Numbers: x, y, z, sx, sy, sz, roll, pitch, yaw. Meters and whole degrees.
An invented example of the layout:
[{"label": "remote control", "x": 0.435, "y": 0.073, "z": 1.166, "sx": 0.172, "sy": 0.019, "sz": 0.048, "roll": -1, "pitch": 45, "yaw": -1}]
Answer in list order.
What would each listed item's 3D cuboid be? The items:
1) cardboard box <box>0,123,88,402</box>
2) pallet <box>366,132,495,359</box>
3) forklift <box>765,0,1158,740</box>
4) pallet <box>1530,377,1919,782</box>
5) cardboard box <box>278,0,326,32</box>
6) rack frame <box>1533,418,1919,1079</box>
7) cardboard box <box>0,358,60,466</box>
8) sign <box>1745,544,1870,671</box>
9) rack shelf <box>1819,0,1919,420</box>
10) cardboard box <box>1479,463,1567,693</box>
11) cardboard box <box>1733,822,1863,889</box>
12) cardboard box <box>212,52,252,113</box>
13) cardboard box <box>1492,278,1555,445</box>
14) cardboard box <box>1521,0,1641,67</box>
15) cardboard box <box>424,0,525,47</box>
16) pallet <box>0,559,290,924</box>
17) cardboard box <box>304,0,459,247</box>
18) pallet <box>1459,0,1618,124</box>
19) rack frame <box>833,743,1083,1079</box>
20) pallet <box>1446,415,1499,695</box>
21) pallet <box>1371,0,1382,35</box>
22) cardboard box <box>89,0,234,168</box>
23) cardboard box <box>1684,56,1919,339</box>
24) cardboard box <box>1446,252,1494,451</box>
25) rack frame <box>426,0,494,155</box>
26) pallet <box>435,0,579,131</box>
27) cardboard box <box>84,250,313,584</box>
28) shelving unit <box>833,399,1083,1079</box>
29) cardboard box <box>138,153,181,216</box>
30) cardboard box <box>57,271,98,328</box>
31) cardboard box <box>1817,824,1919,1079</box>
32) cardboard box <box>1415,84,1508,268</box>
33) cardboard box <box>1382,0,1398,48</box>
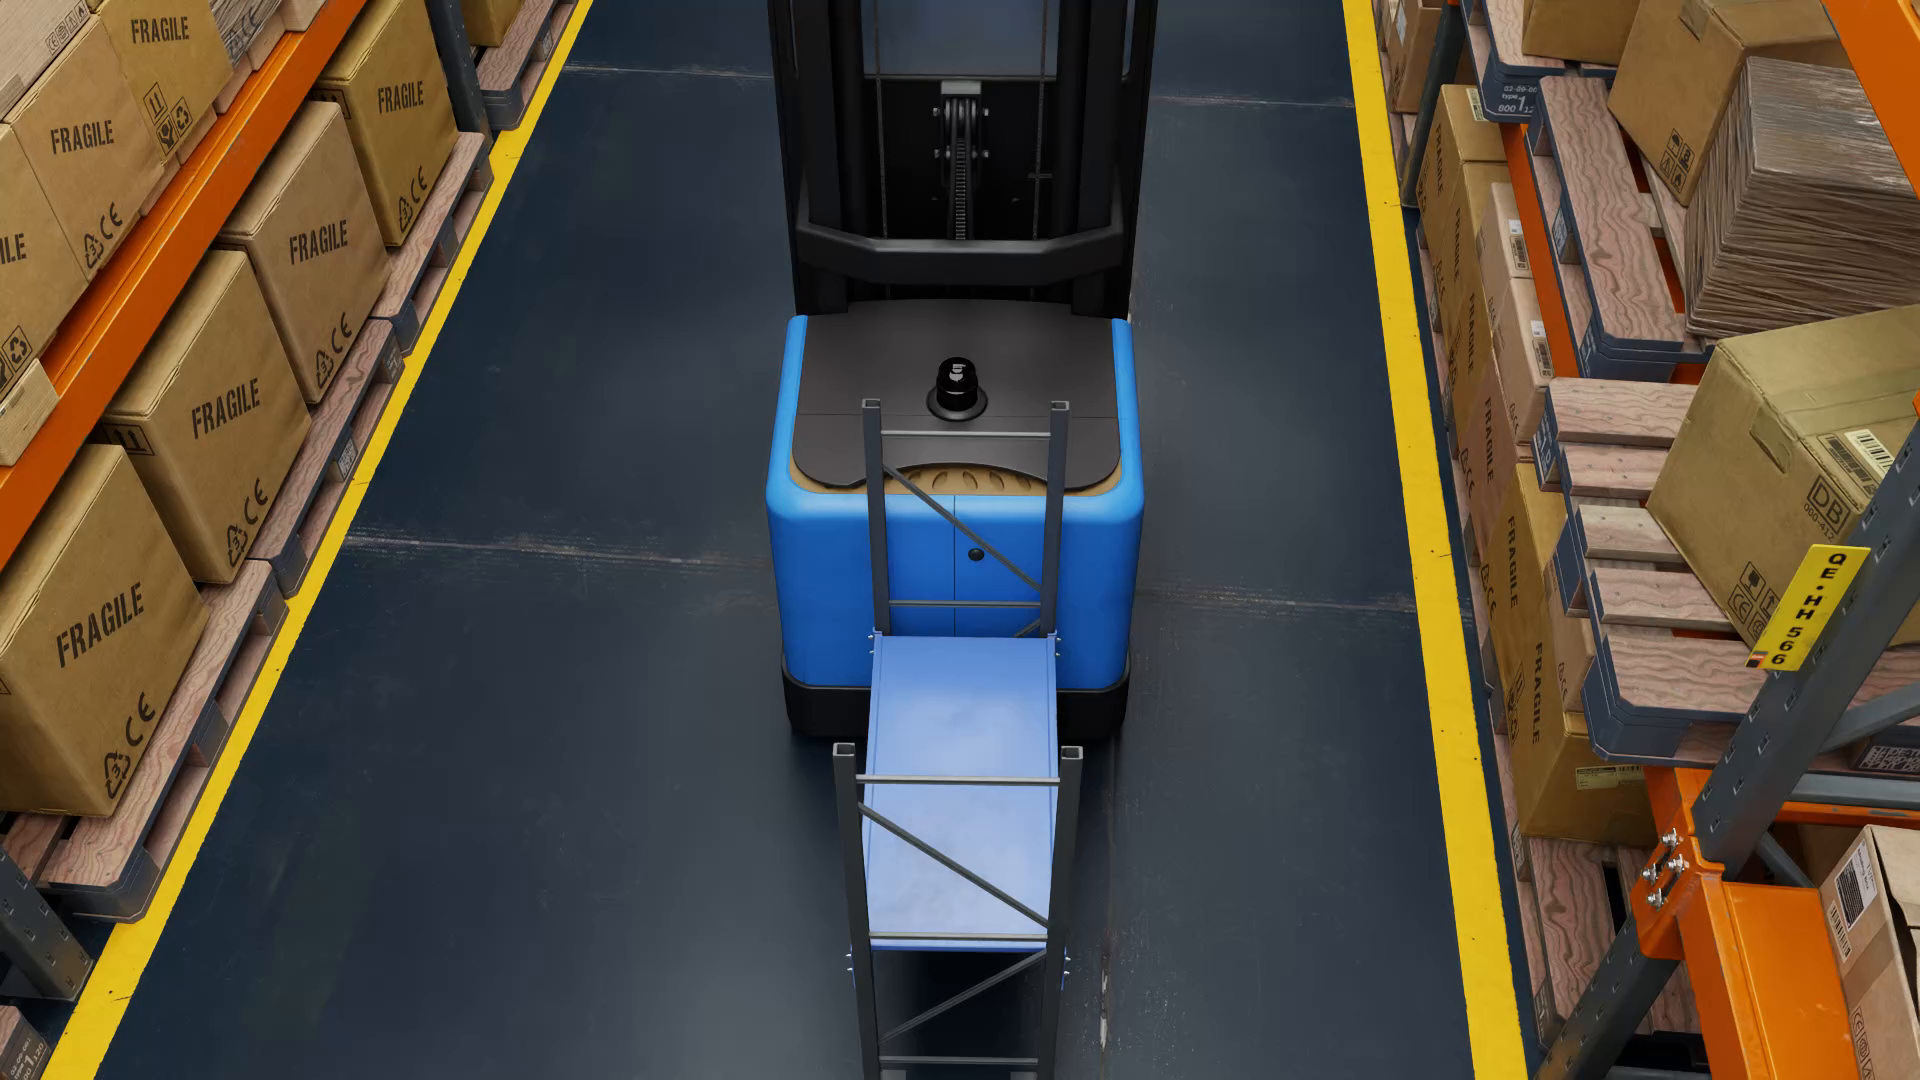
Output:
[{"label": "cardboard box", "x": -2.572, "y": -0.680, "z": 4.056, "sx": 0.500, "sy": 0.500, "sz": 0.500, "roll": 5, "pitch": 48, "yaw": 5}, {"label": "pallet", "x": -2.559, "y": -1.241, "z": 6.742, "sx": 1.003, "sy": 0.211, "sz": 1.213, "roll": 4, "pitch": 48, "yaw": 4}, {"label": "forklift", "x": 0.011, "y": -1.451, "z": 5.090, "sx": 1.130, "sy": 2.935, "sz": 3.031, "roll": 1, "pitch": 48, "yaw": 1}, {"label": "pallet", "x": 1.997, "y": 0.077, "z": 3.777, "sx": 1.213, "sy": 0.211, "sz": 1.003, "roll": 4, "pitch": 48, "yaw": 4}, {"label": "cardboard box", "x": -2.346, "y": -1.837, "z": 5.554, "sx": 0.380, "sy": 0.149, "sz": 0.250, "roll": 4, "pitch": 48, "yaw": 4}, {"label": "rack frame", "x": 2.002, "y": 0.515, "z": 3.246, "sx": 0.949, "sy": 2.616, "sz": 0.053, "roll": 4, "pitch": 48, "yaw": 4}, {"label": "cardboard box", "x": -2.527, "y": -0.338, "z": 4.183, "sx": 0.380, "sy": 0.149, "sz": 0.250, "roll": 5, "pitch": 48, "yaw": 5}, {"label": "sign", "x": 1.464, "y": 0.122, "z": 2.875, "sx": 0.100, "sy": 0.325, "sz": 0.005, "roll": 4, "pitch": 48, "yaw": 4}, {"label": "rack shelf", "x": 2.188, "y": -1.724, "z": 3.749, "sx": 1.077, "sy": 0.370, "sz": 4.000, "roll": 4, "pitch": 48, "yaw": 4}, {"label": "cardboard box", "x": 1.904, "y": 0.127, "z": 4.997, "sx": 0.500, "sy": 0.500, "sz": 0.500, "roll": 2, "pitch": 48, "yaw": 2}, {"label": "cardboard box", "x": 2.331, "y": 0.895, "z": 4.294, "sx": 0.500, "sy": 0.500, "sz": 0.500, "roll": 6, "pitch": 48, "yaw": 5}, {"label": "cardboard box", "x": -2.472, "y": -1.478, "z": 5.226, "sx": 0.380, "sy": 0.149, "sz": 0.250, "roll": 3, "pitch": 48, "yaw": 2}, {"label": "cardboard box", "x": 1.947, "y": -0.539, "z": 5.098, "sx": 0.500, "sy": 0.250, "sz": 0.500, "roll": 3, "pitch": 48, "yaw": 3}, {"label": "cardboard box", "x": 2.104, "y": -1.757, "z": 4.972, "sx": 0.700, "sy": 0.500, "sz": 0.500, "roll": 11, "pitch": 48, "yaw": 10}, {"label": "cardboard box", "x": -2.393, "y": -2.595, "z": 7.500, "sx": 0.700, "sy": 0.500, "sz": 0.500, "roll": 4, "pitch": 48, "yaw": 4}, {"label": "pallet", "x": -2.781, "y": 0.552, "z": 5.102, "sx": 1.003, "sy": 0.211, "sz": 1.213, "roll": 4, "pitch": 48, "yaw": 4}, {"label": "cardboard box", "x": -2.493, "y": -1.684, "z": 6.430, "sx": 0.750, "sy": 0.750, "sz": 0.750, "roll": 4, "pitch": 48, "yaw": 4}, {"label": "pallet", "x": 2.188, "y": -1.779, "z": 5.475, "sx": 1.003, "sy": 0.211, "sz": 1.213, "roll": 4, "pitch": 48, "yaw": 4}, {"label": "rack frame", "x": -0.004, "y": 0.929, "z": 3.884, "sx": 0.500, "sy": 1.500, "sz": 0.032, "roll": 1, "pitch": 48, "yaw": 1}, {"label": "pallet", "x": 2.225, "y": 0.016, "z": 5.592, "sx": 1.003, "sy": 0.211, "sz": 1.213, "roll": 4, "pitch": 48, "yaw": 4}, {"label": "pallet", "x": 2.542, "y": -2.886, "z": 8.247, "sx": 1.003, "sy": 0.211, "sz": 1.213, "roll": 4, "pitch": 48, "yaw": 4}, {"label": "cardboard box", "x": -2.486, "y": -1.428, "z": 4.740, "sx": 0.500, "sy": 0.500, "sz": 0.500, "roll": 5, "pitch": 48, "yaw": 5}, {"label": "cardboard box", "x": 2.224, "y": -0.790, "z": 4.087, "sx": 0.700, "sy": 0.500, "sz": 0.500, "roll": 12, "pitch": 49, "yaw": 11}, {"label": "cardboard box", "x": 1.993, "y": -0.630, "z": 5.690, "sx": 0.500, "sy": 0.500, "sz": 0.500, "roll": 4, "pitch": 48, "yaw": 4}, {"label": "rack frame", "x": -2.564, "y": -2.754, "z": 6.237, "sx": 1.000, "sy": 3.000, "sz": 0.127, "roll": 4, "pitch": 48, "yaw": 4}, {"label": "pallet", "x": -2.416, "y": -2.367, "z": 7.772, "sx": 1.003, "sy": 0.211, "sz": 1.213, "roll": 4, "pitch": 48, "yaw": 4}, {"label": "cardboard box", "x": -2.644, "y": -0.406, "z": 5.261, "sx": 0.750, "sy": 0.750, "sz": 0.750, "roll": 4, "pitch": 48, "yaw": 3}, {"label": "shelving unit", "x": 0.005, "y": 0.554, "z": 4.227, "sx": 0.538, "sy": 1.500, "sz": 1.048, "roll": 1, "pitch": 48, "yaw": 1}, {"label": "cardboard box", "x": -2.538, "y": -1.091, "z": 4.872, "sx": 0.380, "sy": 0.149, "sz": 0.250, "roll": 4, "pitch": 48, "yaw": 4}, {"label": "cardboard box", "x": -2.612, "y": -0.722, "z": 4.534, "sx": 0.380, "sy": 0.149, "sz": 0.250, "roll": 5, "pitch": 48, "yaw": 4}, {"label": "cardboard box", "x": 1.929, "y": 0.810, "z": 3.037, "sx": 0.500, "sy": 0.311, "sz": 0.500, "roll": 7, "pitch": 48, "yaw": 6}, {"label": "cardboard box", "x": 2.083, "y": -1.390, "z": 6.384, "sx": 0.500, "sy": 0.500, "sz": 0.500, "roll": 2, "pitch": 48, "yaw": 2}, {"label": "cardboard box", "x": 2.114, "y": -2.328, "z": 7.480, "sx": 0.380, "sy": 0.149, "sz": 0.250, "roll": 4, "pitch": 48, "yaw": 4}]
